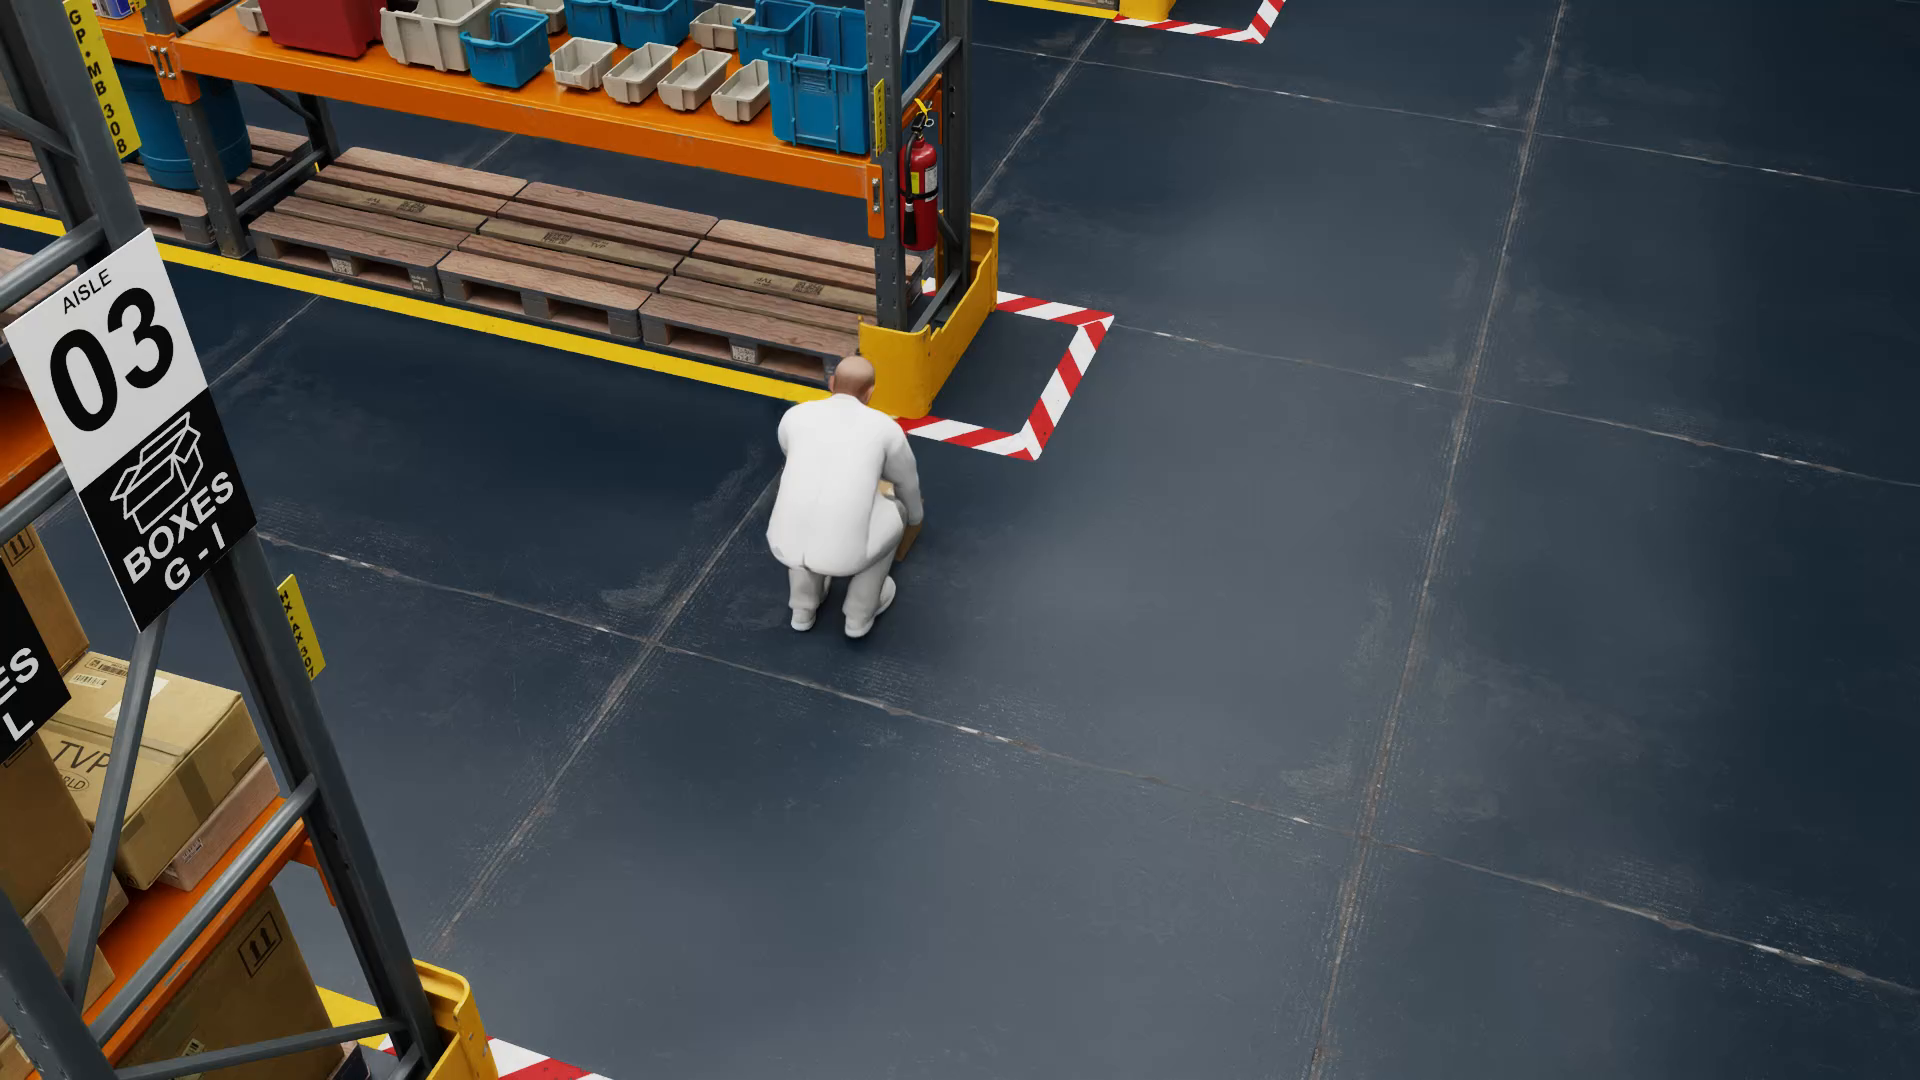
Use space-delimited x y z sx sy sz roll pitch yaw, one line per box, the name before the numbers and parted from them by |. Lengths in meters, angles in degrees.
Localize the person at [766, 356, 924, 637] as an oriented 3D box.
person | -0.500 -0.145 6.929 0.607 1.004 0.894 13 43 15
